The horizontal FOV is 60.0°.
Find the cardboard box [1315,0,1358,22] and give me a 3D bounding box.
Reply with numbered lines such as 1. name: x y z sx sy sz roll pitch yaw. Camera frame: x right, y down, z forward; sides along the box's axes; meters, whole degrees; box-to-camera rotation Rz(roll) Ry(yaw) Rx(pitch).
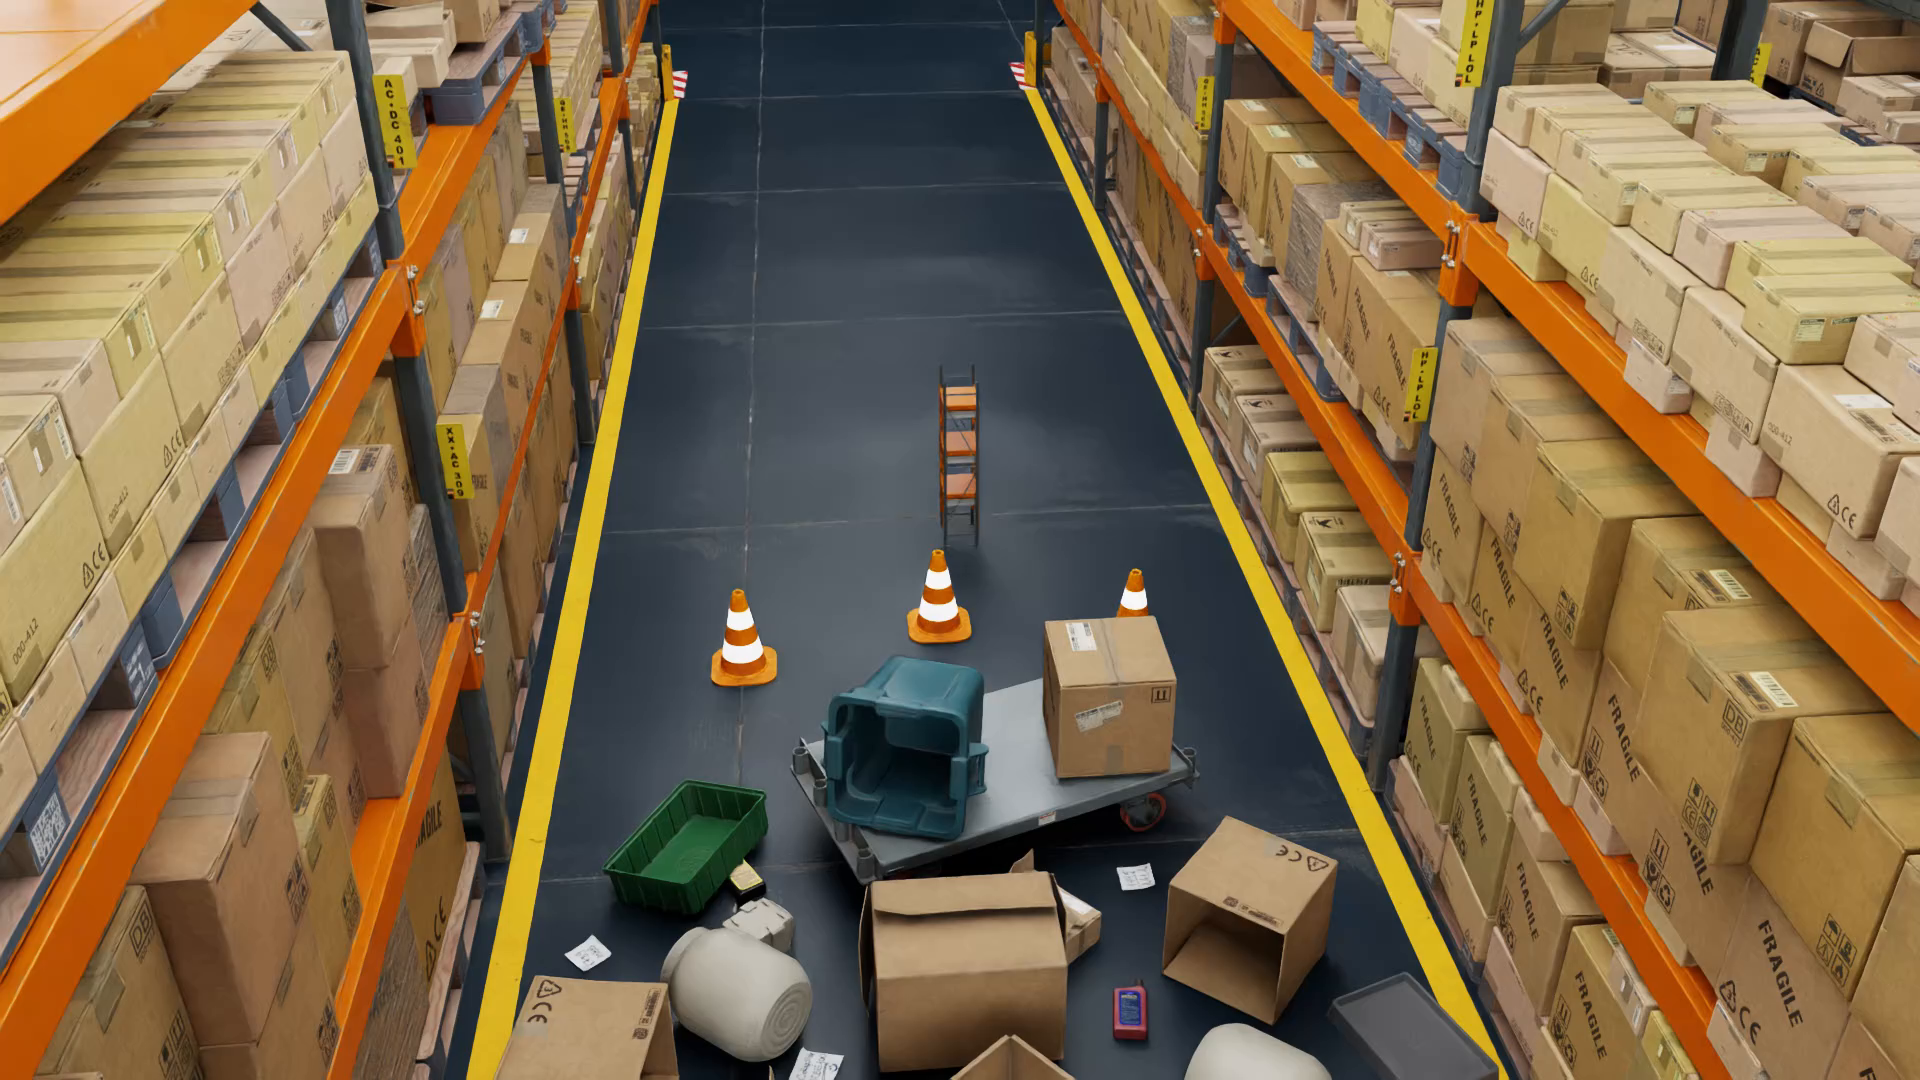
1. cardboard box: 2.217 -2.755 8.412 0.797 0.503 0.637 -3 31 -5

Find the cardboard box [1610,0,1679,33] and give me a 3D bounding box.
1. cardboard box: 2.708 -2.348 7.080 0.500 0.250 0.500 -3 31 -6

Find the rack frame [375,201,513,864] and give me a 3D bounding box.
1. rack frame: -2.499 0.130 6.607 1.000 3.000 0.127 -3 31 -5

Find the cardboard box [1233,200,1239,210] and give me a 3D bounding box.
1. cardboard box: 1.892 -2.098 10.173 0.380 0.149 0.250 -4 31 -7

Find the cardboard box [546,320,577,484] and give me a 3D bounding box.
1. cardboard box: -2.905 -0.811 9.967 1.050 0.750 0.750 -3 31 -5

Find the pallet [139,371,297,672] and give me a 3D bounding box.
1. pallet: -2.322 -0.080 4.120 1.003 0.211 1.213 -3 31 -5

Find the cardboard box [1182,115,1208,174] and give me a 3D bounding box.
1. cardboard box: 1.748 -2.586 10.813 0.500 0.250 0.500 -3 31 -5

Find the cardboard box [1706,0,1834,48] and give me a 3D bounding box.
1. cardboard box: 6.485 -4.184 13.322 0.700 0.500 0.500 -2 31 -4

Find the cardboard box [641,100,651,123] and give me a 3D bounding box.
1. cardboard box: -3.116 -4.025 15.643 0.380 0.149 0.250 -2 31 -4

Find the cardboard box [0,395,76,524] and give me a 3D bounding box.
1. cardboard box: -1.909 -0.146 3.105 0.380 0.149 0.250 -2 31 -4

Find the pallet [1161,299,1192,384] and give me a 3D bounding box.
1. pallet: 2.048 -1.410 11.904 1.003 0.211 1.213 -3 31 -5

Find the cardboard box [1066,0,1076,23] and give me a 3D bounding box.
1. cardboard box: 1.260 -5.029 15.147 0.500 0.500 0.500 -3 31 -5

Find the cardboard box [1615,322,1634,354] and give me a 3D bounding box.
1. cardboard box: 2.305 -0.643 5.222 0.380 0.149 0.250 -4 31 -6

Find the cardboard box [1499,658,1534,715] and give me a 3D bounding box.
1. cardboard box: 2.249 0.514 6.209 0.380 0.149 0.250 -2 31 -3

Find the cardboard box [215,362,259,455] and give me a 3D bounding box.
1. cardboard box: -2.003 -0.323 4.179 0.380 0.149 0.250 -3 31 -5

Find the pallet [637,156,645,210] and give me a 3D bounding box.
1. pallet: -3.344 -3.098 14.731 1.003 0.211 1.213 -3 31 -5

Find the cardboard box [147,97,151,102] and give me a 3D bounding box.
1. cardboard box: -8.428 -4.756 16.449 0.875 0.875 0.875 -3 31 -5

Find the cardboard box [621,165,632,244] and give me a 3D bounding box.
1. cardboard box: -2.926 -2.696 13.366 0.500 0.500 0.500 -3 31 -6

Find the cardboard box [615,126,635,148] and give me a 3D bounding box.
1. cardboard box: -3.039 -3.495 14.467 0.380 0.149 0.250 -1 31 -2

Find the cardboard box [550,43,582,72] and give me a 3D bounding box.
1. cardboard box: -2.893 -3.421 11.807 0.380 0.149 0.250 -4 31 -7

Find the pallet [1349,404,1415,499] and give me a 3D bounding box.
1. pallet: 2.494 -0.473 7.804 1.003 0.211 1.213 -3 31 -5

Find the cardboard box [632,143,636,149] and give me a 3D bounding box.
1. cardboard box: -3.134 -3.499 15.054 0.380 0.149 0.250 -3 31 -6

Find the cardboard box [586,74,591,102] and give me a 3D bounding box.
1. cardboard box: -2.911 -3.304 12.191 0.380 0.149 0.250 -4 31 -7

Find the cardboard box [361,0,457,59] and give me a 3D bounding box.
1. cardboard box: -2.463 -2.289 7.355 0.396 0.266 0.258 -3 31 -5

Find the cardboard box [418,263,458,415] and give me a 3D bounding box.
1. cardboard box: -2.601 -0.858 7.188 0.700 0.500 0.500 -3 31 -5

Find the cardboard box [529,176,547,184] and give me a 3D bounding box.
1. cardboard box: -2.713 -2.223 10.381 0.380 0.149 0.250 -3 31 -5

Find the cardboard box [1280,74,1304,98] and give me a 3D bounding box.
1. cardboard box: 2.244 -2.936 10.668 0.500 0.500 0.500 -4 31 -6

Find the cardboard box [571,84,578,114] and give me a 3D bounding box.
1. cardboard box: -2.840 -3.026 11.436 0.380 0.149 0.250 -3 31 -5

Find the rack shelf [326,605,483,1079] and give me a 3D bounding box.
1. rack shelf: -2.312 1.460 5.082 1.077 0.370 4.000 -3 31 -5

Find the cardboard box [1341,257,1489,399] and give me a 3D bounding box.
1. cardboard box: 2.101 -0.987 7.681 0.500 0.500 0.500 -3 31 -4

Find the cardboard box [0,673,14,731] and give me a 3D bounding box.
1. cardboard box: -1.915 0.339 2.681 0.500 0.250 0.500 -3 31 -5

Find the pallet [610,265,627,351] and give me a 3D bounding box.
1. pallet: -3.055 -1.735 12.449 1.003 0.211 1.213 -3 31 -5

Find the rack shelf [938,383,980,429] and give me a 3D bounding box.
1. rack shelf: -0.005 -0.713 9.386 0.215 0.259 0.240 -3 31 -5

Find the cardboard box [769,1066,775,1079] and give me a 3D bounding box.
1. cardboard box: -0.505 2.093 5.986 0.396 0.266 0.258 2 31 4

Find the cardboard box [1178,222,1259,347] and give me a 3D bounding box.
1. cardboard box: 2.065 -1.825 11.543 0.875 0.875 0.875 -3 31 -5

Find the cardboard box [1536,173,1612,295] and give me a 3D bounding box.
1. cardboard box: 2.246 -1.009 5.445 0.500 0.250 0.500 -3 31 -5

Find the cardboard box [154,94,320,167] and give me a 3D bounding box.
1. cardboard box: -2.101 -1.187 4.847 0.380 0.149 0.250 -3 31 -5

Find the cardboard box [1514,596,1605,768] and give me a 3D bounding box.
1. cardboard box: 2.288 0.421 5.732 0.500 0.500 0.500 -3 31 -5

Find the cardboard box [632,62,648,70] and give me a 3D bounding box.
1. cardboard box: -3.240 -4.558 16.246 0.380 0.149 0.250 -4 31 -7

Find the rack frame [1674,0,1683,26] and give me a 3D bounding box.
1. rack frame: 6.614 -4.483 14.330 1.000 3.000 0.127 -3 31 -5

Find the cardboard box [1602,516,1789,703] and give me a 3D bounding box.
1. cardboard box: 2.430 0.258 5.030 0.700 0.500 0.500 -3 31 -5

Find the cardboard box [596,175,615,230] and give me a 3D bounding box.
1. cardboard box: -2.827 -2.483 12.278 0.500 0.250 0.500 -4 31 -7

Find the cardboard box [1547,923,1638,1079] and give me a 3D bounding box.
1. cardboard box: 2.367 1.641 5.618 0.500 0.500 0.500 -3 31 -6

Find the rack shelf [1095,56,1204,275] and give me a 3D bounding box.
1. rack shelf: 1.859 -2.913 12.403 1.077 0.370 4.000 -3 31 -5

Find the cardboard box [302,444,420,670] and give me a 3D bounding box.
1. cardboard box: -2.331 0.067 5.513 0.875 0.550 0.550 -3 31 -5

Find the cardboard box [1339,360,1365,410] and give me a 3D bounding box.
1. cardboard box: 2.030 -0.746 7.909 0.380 0.149 0.250 -3 31 -5

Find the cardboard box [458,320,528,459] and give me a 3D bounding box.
1. cardboard box: -2.372 -0.707 7.911 0.500 0.500 0.500 -3 31 -5

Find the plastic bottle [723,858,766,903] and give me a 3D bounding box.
1. plastic bottle: -0.970 1.460 7.245 0.133 0.061 0.283 -20 36 -30

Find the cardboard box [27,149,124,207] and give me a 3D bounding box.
1. cardboard box: -2.683 -0.923 4.795 0.500 0.250 0.500 -3 31 -5

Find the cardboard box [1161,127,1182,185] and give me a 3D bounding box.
1. cardboard box: 1.677 -2.642 11.395 0.500 0.250 0.500 -2 31 -4

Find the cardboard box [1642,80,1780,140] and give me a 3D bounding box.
1. cardboard box: 2.667 -1.529 5.928 0.380 0.149 0.250 -2 31 -4

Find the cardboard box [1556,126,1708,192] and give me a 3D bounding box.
1. cardboard box: 2.194 -1.238 5.439 0.380 0.149 0.250 -4 31 -6

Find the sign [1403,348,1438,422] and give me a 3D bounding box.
1. sign: 1.868 -0.627 6.746 0.100 0.325 0.005 -3 31 -5

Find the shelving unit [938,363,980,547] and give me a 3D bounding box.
1. shelving unit: -0.005 -0.478 9.527 0.215 1.050 0.252 -3 31 -5
